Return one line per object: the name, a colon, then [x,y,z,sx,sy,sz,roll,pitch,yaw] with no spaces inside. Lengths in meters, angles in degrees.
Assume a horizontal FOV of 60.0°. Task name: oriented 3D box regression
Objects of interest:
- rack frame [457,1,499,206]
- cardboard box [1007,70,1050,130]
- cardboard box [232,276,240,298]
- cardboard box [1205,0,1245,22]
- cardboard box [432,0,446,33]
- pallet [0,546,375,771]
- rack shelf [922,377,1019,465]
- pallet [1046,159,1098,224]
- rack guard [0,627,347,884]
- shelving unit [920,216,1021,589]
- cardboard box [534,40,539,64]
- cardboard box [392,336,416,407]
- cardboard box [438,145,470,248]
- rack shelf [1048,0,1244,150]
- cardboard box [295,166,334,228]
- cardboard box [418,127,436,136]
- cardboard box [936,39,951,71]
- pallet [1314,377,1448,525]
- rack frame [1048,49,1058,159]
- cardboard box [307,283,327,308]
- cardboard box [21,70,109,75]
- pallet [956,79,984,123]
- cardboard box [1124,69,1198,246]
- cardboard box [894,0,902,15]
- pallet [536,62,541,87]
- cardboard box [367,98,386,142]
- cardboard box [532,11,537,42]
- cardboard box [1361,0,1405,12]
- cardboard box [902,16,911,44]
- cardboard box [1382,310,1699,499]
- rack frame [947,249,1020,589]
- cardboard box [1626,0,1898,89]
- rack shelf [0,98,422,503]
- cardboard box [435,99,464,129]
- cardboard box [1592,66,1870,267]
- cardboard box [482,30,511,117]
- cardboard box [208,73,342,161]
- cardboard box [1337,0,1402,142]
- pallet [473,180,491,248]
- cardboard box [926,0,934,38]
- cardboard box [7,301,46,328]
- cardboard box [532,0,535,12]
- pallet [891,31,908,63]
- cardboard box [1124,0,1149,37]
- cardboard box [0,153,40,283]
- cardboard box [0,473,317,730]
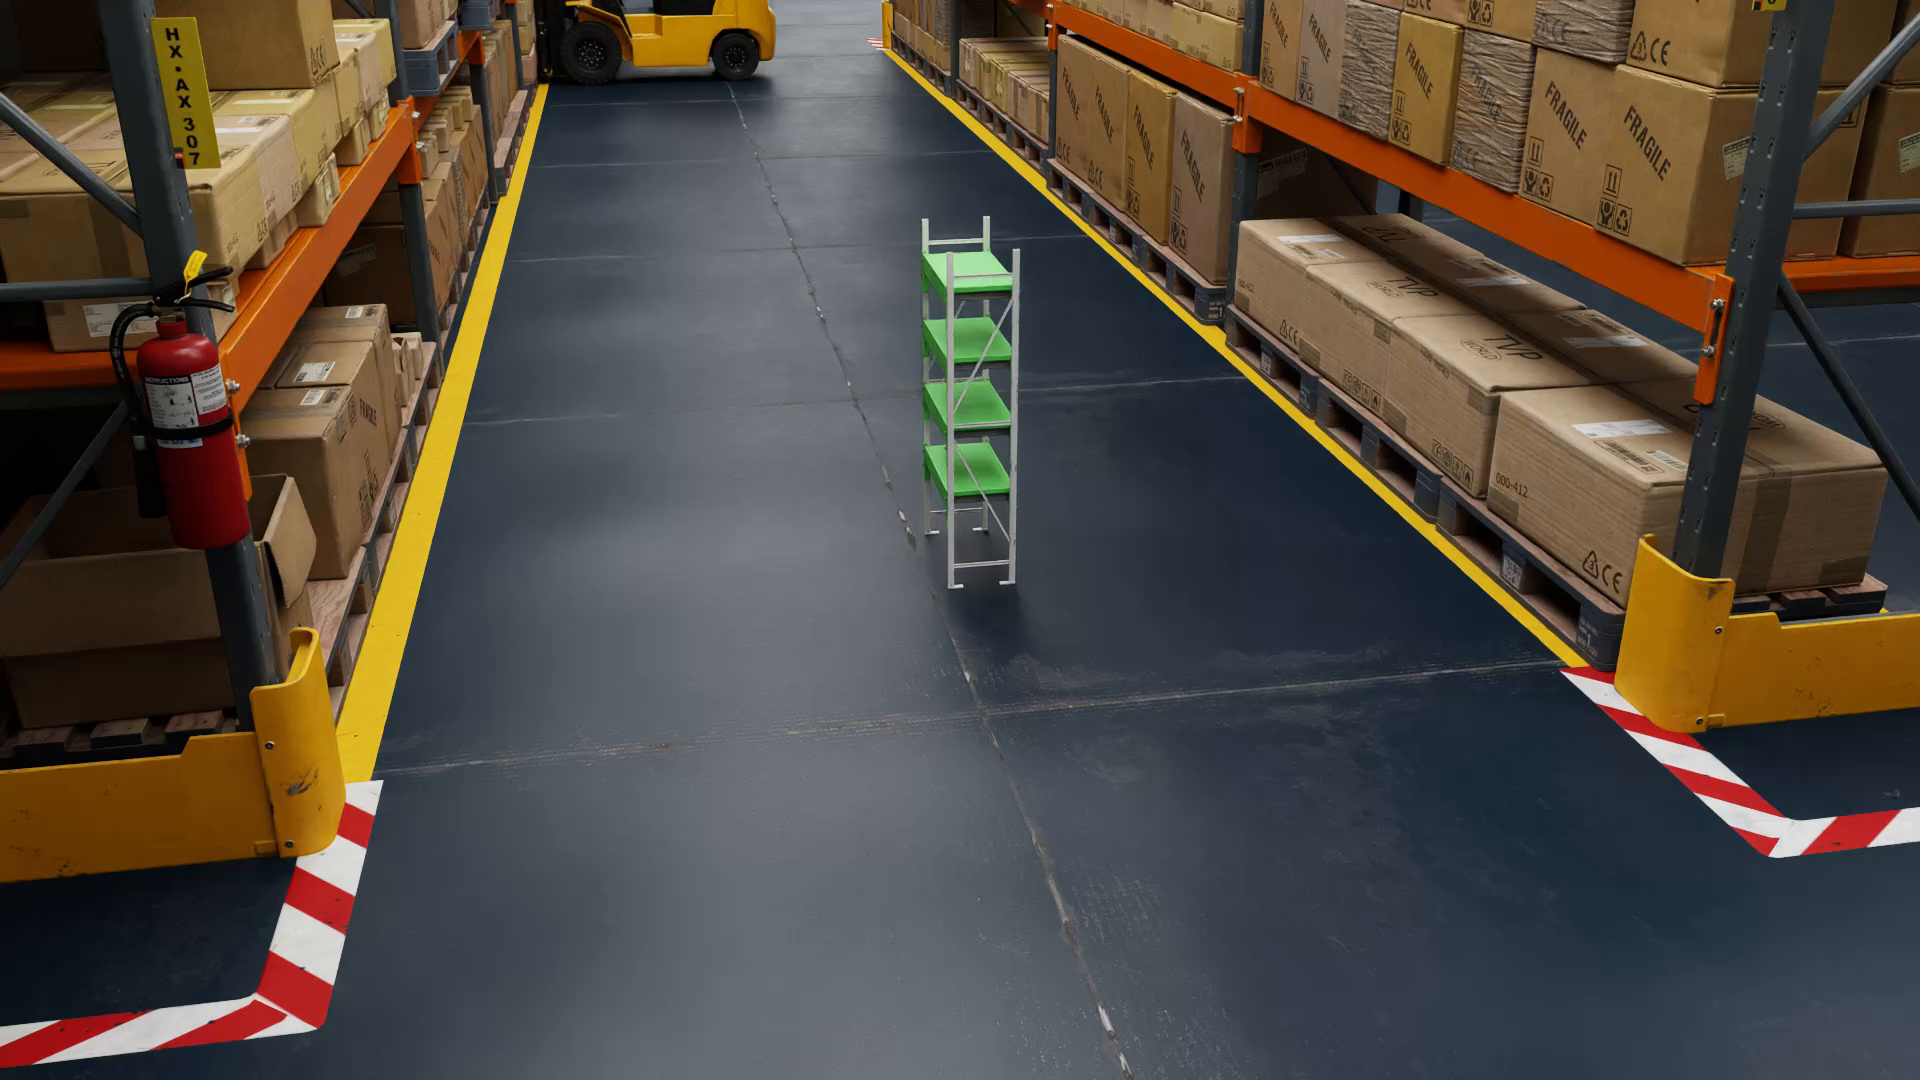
rack frame: [-3.725,-3.693,10.959,1.000,3.000,0.127,-4,24,-10]
cardboard box: [0.913,-3.563,13.419,0.950,0.372,0.625,-5,24,-11]
cardboard box: [-2.129,-0.678,4.368,0.380,0.149,0.250,-4,24,-8]
cardboard box: [1.572,-2.805,8.487,0.500,0.250,0.500,-4,24,-10]
cardboard box: [-2.951,-2.769,8.192,0.700,0.500,0.500,-4,24,-9]
pallet: [-2.408,0.388,5.098,1.003,0.211,1.213,-4,24,-10]
rack shelf: [0.031,-0.426,5.886,0.258,0.148,0.480,-4,24,-10]
pallet: [1.224,-2.469,11.638,1.003,0.211,1.213,-4,24,-10]
rack guard: [-2.260,0.569,4.323,1.175,0.500,0.348,-4,24,-10]
shelving unit: [0.031,-0.485,5.861,0.258,1.200,0.503,-4,24,-10]
cardboard box: [-4.448,-4.813,16.434,0.500,0.250,0.500,-4,24,-9]
cardboard box: [-2.528,-0.722,7.046,0.396,0.266,0.258,-3,24,-8]
cardboard box: [-3.140,-1.984,9.643,0.500,0.500,0.500,-5,24,-12]
rack shelf: [1.522,-2.946,10.146,1.077,0.370,4.000,-4,24,-10]
cardboard box: [-2.226,-1.092,5.315,0.380,0.149,0.250,-5,24,-11]
cardboard box: [-3.172,-2.238,9.414,0.380,0.149,0.250,-4,24,-10]
cardboard box: [0.039,-4.781,16.359,0.500,0.250,0.500,-3,24,-7]
pallet: [2.185,-0.425,6.960,1.003,0.211,1.213,-4,24,-10]
rack frame: [1.152,-4.062,11.803,1.000,3.000,0.127,-4,24,-10]
cardboard box: [-3.367,-1.338,8.165,0.500,0.500,0.500,-4,24,-10]
cardboard box: [-2.966,-1.573,5.919,0.500,0.250,0.500,-4,24,-9]
pallet: [0.558,-4.051,15.263,1.003,0.211,1.213,-4,24,-10]
cardboard box: [1.524,-2.300,9.899,0.875,0.875,0.875,-4,24,-8]
cardboard box: [-0.445,-6.138,18.530,0.500,0.500,0.500,-5,24,-12]
pallet: [-4.800,-4.786,16.943,1.003,0.211,1.213,-4,24,-10]
cardboard box: [-2.537,-1.697,6.701,0.380,0.149,0.250,-4,24,-8]
cardboard box: [-4.427,-5.038,16.323,0.500,0.250,0.500,-5,24,-10]
cardboard box: [1.913,-2.386,6.591,0.500,0.500,0.500,-4,24,-9]
cardboard box: [-0.363,-5.602,18.240,0.500,0.250,0.500,-3,24,-8]
cardboard box: [2.234,-0.545,6.427,0.875,0.438,0.875,-4,24,-8]
rack frame: [0.076,-0.389,5.641,0.240,1.200,0.015,-4,24,-10]
cardboard box: [2.309,-1.591,4.772,0.500,0.500,0.500,-4,24,-8]
rack shelf: [-2.615,-1.004,5.699,1.077,0.370,4.000,-4,24,-10]
cardboard box: [-3.298,-2.650,10.358,0.380,0.149,0.250,-5,24,-12]
cardboard box: [2.282,-1.131,4.968,0.500,0.500,0.500,-4,24,-9]
cardboard box: [-4.221,-3.861,13.784,0.875,0.625,0.625,-5,24,-10]
cardboard box: [-2.371,-1.410,5.545,0.500,0.250,0.500,-5,24,-11]
cardboard box: [1.896,-1.936,6.811,0.500,0.500,0.500,-4,24,-9]
pallet: [-3.624,-2.119,10.838,1.003,0.211,1.213,-4,24,-10]
cardboard box: [-0.056,-5.324,16.667,0.500,0.500,0.500,-4,24,-9]
cardboard box: [-2.557,-0.646,4.296,0.380,0.149,0.250,-4,24,-8]
cardboard box: [-4.434,-5.267,16.224,0.500,0.250,0.500,-3,24,-8]
pallet: [-0.197,-5.579,18.760,1.003,0.211,1.213,-4,24,-10]
cardboard box: [1.294,-3.181,9.973,0.500,0.250,0.500,-4,24,-10]
cardboard box: [-2.592,-0.775,4.094,0.500,0.250,0.500,-4,24,-8]
cardboard box: [-2.266,0.157,4.736,0.797,0.503,0.637,-5,24,-12]
